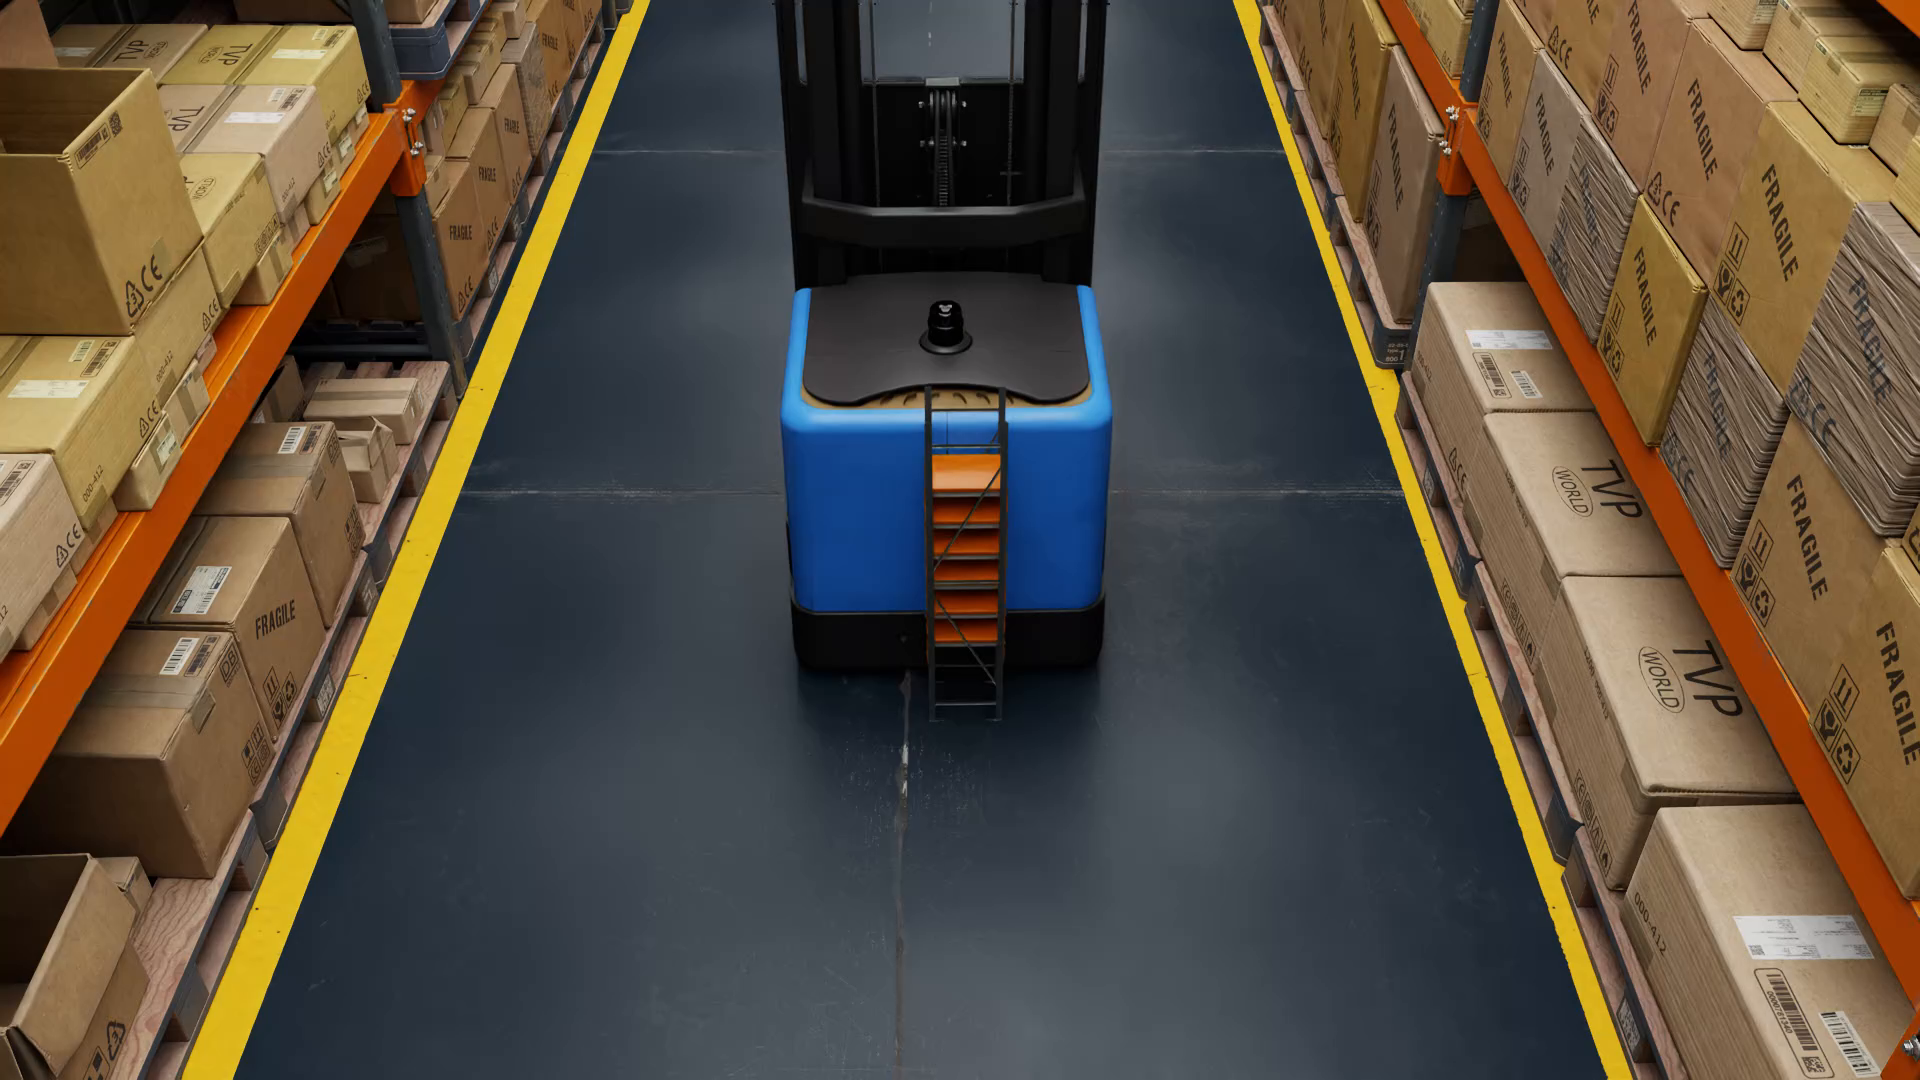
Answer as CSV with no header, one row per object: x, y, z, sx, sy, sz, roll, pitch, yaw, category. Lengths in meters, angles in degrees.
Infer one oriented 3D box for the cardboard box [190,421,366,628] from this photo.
-2.455,-0.045,5.571,0.700,0.500,0.500,-1,39,-2,cardboard box

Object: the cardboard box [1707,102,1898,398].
2.112,-0.663,3.799,0.500,0.500,0.500,0,39,0,cardboard box

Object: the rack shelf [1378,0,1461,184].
2.371,-2.768,7.880,1.077,0.370,4.000,0,39,0,rack shelf

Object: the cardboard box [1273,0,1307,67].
2.286,-3.202,9.210,0.875,0.875,0.875,0,39,0,cardboard box

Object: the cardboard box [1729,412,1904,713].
2.127,0.049,3.710,0.500,0.500,0.500,-1,39,-1,cardboard box

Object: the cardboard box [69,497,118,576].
-2.339,-0.046,4.109,0.380,0.149,0.250,1,39,1,cardboard box

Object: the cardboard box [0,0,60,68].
-2.855,-1.211,4.644,0.500,0.500,0.500,-1,39,-1,cardboard box

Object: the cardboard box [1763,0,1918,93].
2.139,-1.165,3.907,0.380,0.149,0.250,1,39,1,cardboard box

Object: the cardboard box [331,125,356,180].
-2.316,-1.332,5.714,0.380,0.149,0.250,1,39,1,cardboard box

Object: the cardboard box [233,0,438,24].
-2.367,-2.297,6.302,0.700,0.500,0.500,1,39,1,cardboard box

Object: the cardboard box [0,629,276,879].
-2.454,0.604,4.761,0.700,0.500,0.500,1,39,2,cardboard box

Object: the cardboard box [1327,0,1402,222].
2.284,-2.085,7.816,0.875,0.875,0.875,1,39,1,cardboard box

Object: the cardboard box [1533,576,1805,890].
2.267,0.555,4.872,0.875,0.438,0.875,1,39,1,cardboard box

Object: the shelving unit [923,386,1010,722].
0.017,0.075,5.197,0.258,1.200,0.189,-1,39,-1,shelving unit

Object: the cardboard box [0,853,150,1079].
-2.492,1.137,4.093,0.797,0.503,0.637,-1,39,-2,cardboard box

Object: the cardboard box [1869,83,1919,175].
2.180,-0.844,3.506,0.380,0.149,0.250,0,39,0,cardboard box

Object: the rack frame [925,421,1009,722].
0.019,0.132,5.126,0.240,1.200,0.006,-1,39,-1,rack frame

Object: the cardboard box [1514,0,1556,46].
2.131,-1.929,5.379,0.500,0.500,0.500,0,39,0,cardboard box

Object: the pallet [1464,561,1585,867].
2.300,0.531,5.419,1.003,0.211,1.213,0,39,0,pallet

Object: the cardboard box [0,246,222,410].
-2.344,-0.584,4.462,0.500,0.250,0.500,-1,39,-1,cardboard box

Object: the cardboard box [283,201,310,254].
-2.318,-1.005,5.307,0.380,0.149,0.250,1,39,1,cardboard box

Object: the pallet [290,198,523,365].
-2.629,-1.212,7.594,1.003,0.211,1.213,0,39,0,pallet

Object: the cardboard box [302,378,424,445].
-2.296,-0.495,6.413,0.380,0.149,0.250,-1,39,-1,cardboard box

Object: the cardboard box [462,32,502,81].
-2.389,-2.274,7.834,0.380,0.149,0.250,1,39,2,cardboard box

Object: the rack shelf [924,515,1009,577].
0.017,0.016,5.150,0.258,0.103,0.180,-1,39,-1,rack shelf

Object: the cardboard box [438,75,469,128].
-2.428,-1.963,7.445,0.380,0.149,0.250,-1,39,-1,cardboard box

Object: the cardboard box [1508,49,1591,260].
2.108,-1.228,5.304,0.500,0.500,0.500,0,39,0,cardboard box

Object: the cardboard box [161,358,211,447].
-2.285,-0.368,4.512,0.380,0.149,0.250,1,39,1,cardboard box

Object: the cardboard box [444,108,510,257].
-2.377,-1.616,7.531,0.500,0.500,0.500,-1,39,-1,cardboard box

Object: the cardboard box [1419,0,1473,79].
2.120,-2.020,6.491,0.500,0.250,0.500,-1,39,-1,cardboard box

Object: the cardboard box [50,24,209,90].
-2.860,-1.539,5.654,0.500,0.250,0.500,0,39,-1,cardboard box

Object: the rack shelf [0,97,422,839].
-2.588,-0.260,4.752,1.077,0.370,4.000,0,39,0,rack shelf

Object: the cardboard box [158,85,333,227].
-2.331,-1.218,5.253,0.500,0.250,0.500,0,39,0,cardboard box

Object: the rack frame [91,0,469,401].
-2.591,-1.792,6.087,1.000,3.000,0.127,0,39,0,rack frame

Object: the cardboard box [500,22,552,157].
-2.367,-2.252,8.325,0.500,0.500,0.500,-1,39,-2,cardboard box

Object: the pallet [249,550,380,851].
-2.587,0.491,5.469,1.003,0.211,1.213,0,39,0,pallet

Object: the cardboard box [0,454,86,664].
-2.318,0.053,3.667,0.500,0.250,0.500,0,39,0,cardboard box

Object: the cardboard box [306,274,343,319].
-2.887,-1.287,7.121,0.500,0.500,0.500,0,39,0,cardboard box

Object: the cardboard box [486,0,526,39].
-2.368,-2.597,8.236,0.380,0.149,0.250,-2,39,-2,cardboard box

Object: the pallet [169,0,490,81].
-2.482,-2.217,6.771,1.003,0.211,1.213,0,39,0,pallet

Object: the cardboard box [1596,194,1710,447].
2.103,-0.595,4.514,0.500,0.500,0.500,1,39,1,cardboard box

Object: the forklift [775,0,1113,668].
-0.067,-1.608,5.913,1.130,2.935,3.031,-1,39,-1,forklift

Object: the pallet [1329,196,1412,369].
2.297,-1.192,7.569,1.003,0.211,1.213,0,39,0,pallet

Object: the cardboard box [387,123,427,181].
-2.386,-1.574,6.722,0.380,0.149,0.250,-1,39,-1,cardboard box

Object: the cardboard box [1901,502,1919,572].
2.139,-0.027,3.005,0.500,0.500,0.500,1,39,1,cardboard box

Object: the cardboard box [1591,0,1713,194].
2.115,-1.293,4.585,0.500,0.500,0.500,1,39,1,cardboard box

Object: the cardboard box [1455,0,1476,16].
2.129,-2.210,6.329,0.500,0.250,0.500,0,39,0,cardboard box

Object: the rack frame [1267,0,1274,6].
2.368,-4.299,9.216,1.000,3.000,0.127,0,39,0,rack frame

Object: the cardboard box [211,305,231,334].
-2.401,-0.684,4.906,0.380,0.149,0.250,0,39,1,cardboard box

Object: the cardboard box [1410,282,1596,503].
2.266,-0.569,6.275,0.875,0.438,0.875,-1,39,-1,cardboard box

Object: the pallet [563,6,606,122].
-2.632,-2.738,9.498,1.003,0.211,1.213,0,39,0,pallet

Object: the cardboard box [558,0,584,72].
-2.390,-2.904,9.139,0.500,0.500,0.500,-1,39,-1,cardboard box

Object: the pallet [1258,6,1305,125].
2.294,-2.718,9.473,1.003,0.211,1.213,0,39,0,pallet

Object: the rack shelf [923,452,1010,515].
0.017,-0.172,5.000,0.258,0.103,0.180,-1,39,-1,rack shelf

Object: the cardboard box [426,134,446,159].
-2.403,-1.631,7.031,0.380,0.149,0.250,-1,39,-1,cardboard box

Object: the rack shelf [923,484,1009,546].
0.017,-0.078,5.075,0.258,0.103,0.180,-1,39,-1,rack shelf
